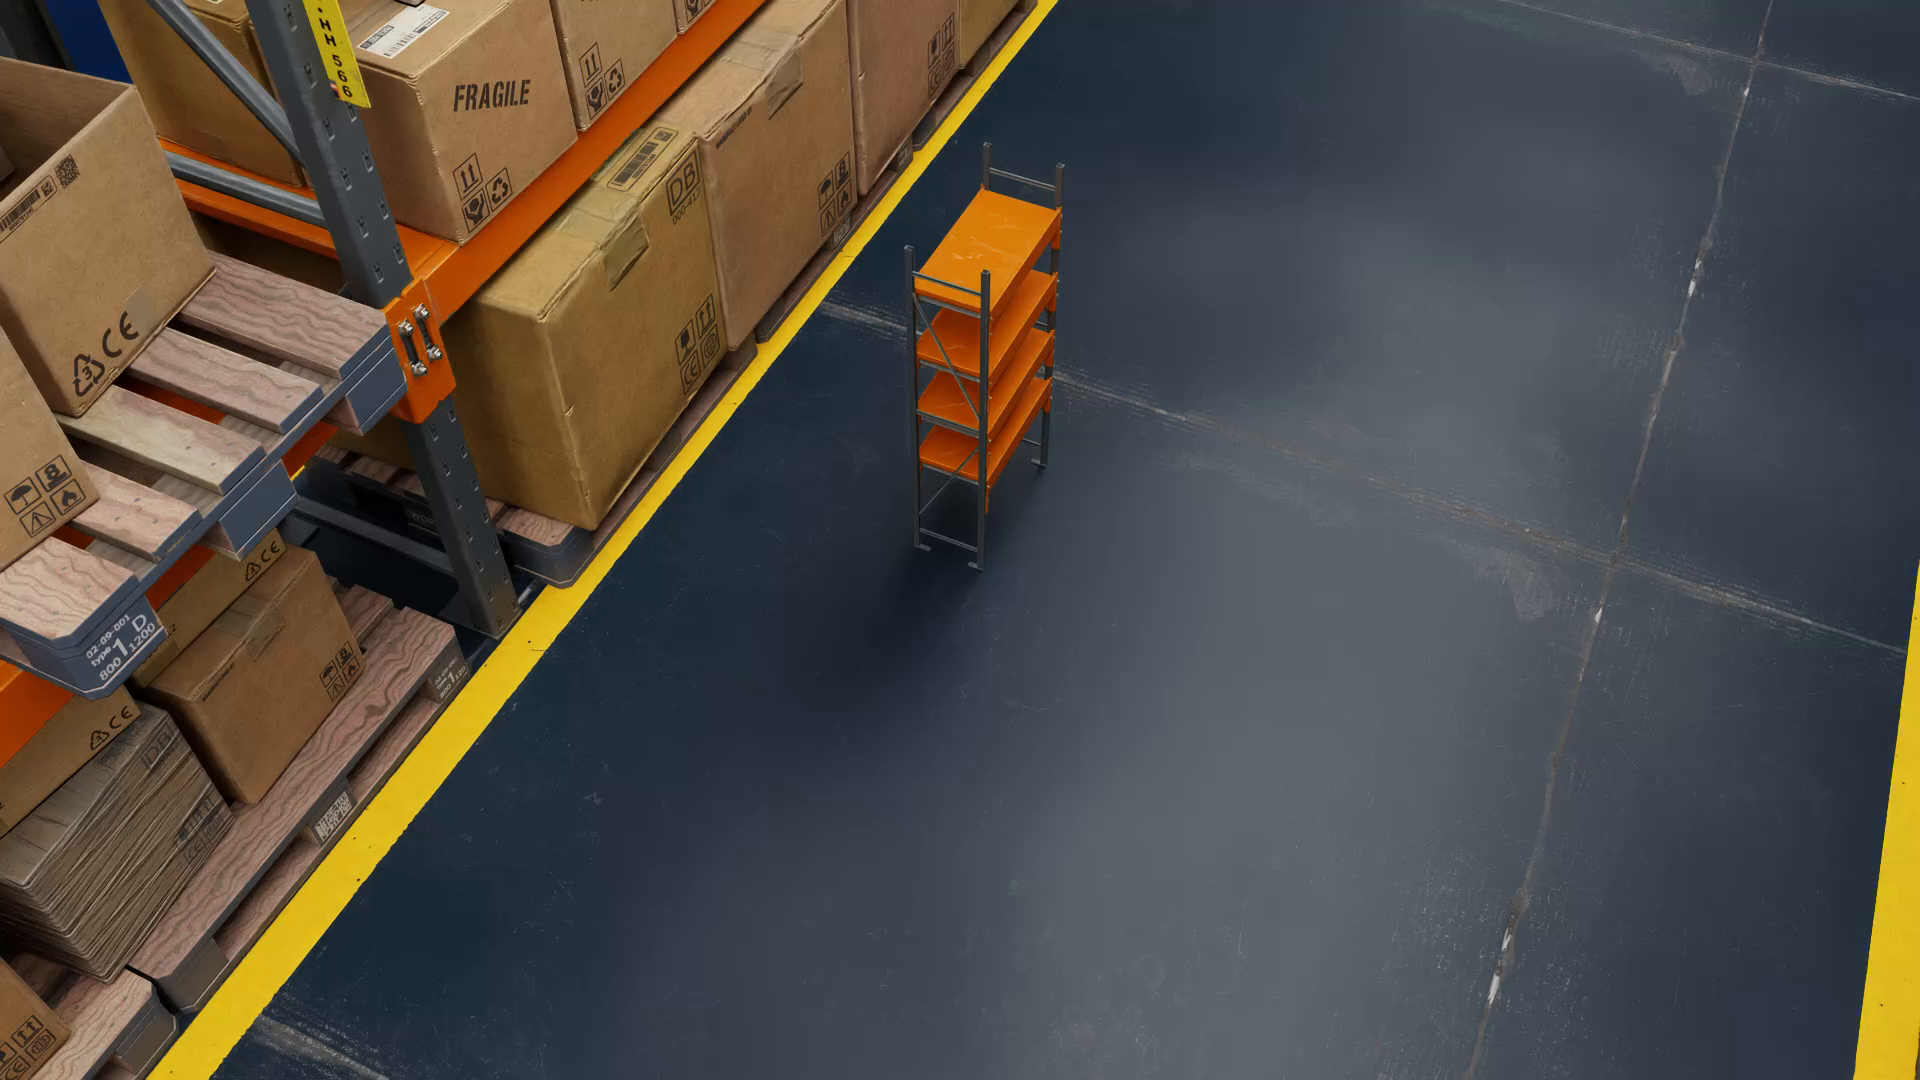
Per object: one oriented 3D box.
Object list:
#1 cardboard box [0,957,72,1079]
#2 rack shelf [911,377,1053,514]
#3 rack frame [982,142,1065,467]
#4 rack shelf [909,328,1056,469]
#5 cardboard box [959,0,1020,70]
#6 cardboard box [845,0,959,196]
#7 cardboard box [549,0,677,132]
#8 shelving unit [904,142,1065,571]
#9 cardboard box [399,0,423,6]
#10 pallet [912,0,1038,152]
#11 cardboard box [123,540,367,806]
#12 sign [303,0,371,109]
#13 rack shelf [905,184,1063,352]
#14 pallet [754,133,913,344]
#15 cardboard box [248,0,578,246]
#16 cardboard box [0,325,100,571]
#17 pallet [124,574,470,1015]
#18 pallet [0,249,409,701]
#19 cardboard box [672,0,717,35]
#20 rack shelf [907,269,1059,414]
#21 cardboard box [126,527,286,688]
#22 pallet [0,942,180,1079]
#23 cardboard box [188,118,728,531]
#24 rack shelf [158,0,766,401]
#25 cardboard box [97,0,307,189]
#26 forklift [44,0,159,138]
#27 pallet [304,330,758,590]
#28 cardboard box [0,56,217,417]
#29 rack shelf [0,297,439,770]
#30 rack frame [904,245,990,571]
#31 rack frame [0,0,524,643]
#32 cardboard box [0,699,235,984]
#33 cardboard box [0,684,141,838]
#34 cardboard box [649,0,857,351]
[{"bbox_3d":[-2.537,1.044,3.745,0.700,0.500,0.500,24,54,19],"label":"cardboard box"},{"bbox_3d":[0.071,-0.331,5.092,0.258,0.148,0.480,20,52,16],"label":"rack shelf"},{"bbox_3d":[0.175,-0.671,5.033,0.240,1.200,0.015,20,52,16],"label":"rack frame"},{"bbox_3d":[0.071,-0.459,4.941,0.258,0.148,0.480,20,52,16],"label":"rack shelf"},{"bbox_3d":[-0.354,-2.625,6.633,1.225,0.875,0.875,20,52,16],"label":"cardboard box"},{"bbox_3d":[-0.735,-2.009,6.109,1.225,0.875,0.875,18,52,15],"label":"cardboard box"},{"bbox_3d":[-1.135,-1.505,4.495,0.500,0.500,0.500,19,52,15],"label":"cardboard box"},{"bbox_3d":[0.071,-0.503,4.890,0.258,1.200,0.503,20,52,16],"label":"shelving unit"},{"bbox_3d":[-1.480,-1.726,4.025,0.797,0.503,0.637,21,53,17],"label":"cardboard box"},{"bbox_3d":[-0.360,-2.165,6.954,1.003,0.211,1.213,20,52,16],"label":"pallet"},{"bbox_3d":[-2.075,0.265,4.407,0.700,0.500,0.500,17,52,14],"label":"cardboard box"},{"bbox_3d":[-1.313,-1.050,3.465,0.100,0.325,0.005,20,52,16],"label":"sign"},{"bbox_3d":[0.071,-0.757,4.591,0.258,0.148,0.480,20,52,16],"label":"rack shelf"},{"bbox_3d":[-0.880,-1.322,6.236,1.003,0.211,1.213,20,52,16],"label":"pallet"},{"bbox_3d":[-1.354,-1.149,4.192,0.500,0.500,0.500,21,53,17],"label":"cardboard box"},{"bbox_3d":[-2.150,-0.237,3.141,0.700,0.500,0.500,27,55,21],"label":"cardboard box"},{"bbox_3d":[-2.142,0.571,4.625,1.003,0.211,1.213,20,52,16],"label":"pallet"},{"bbox_3d":[-2.015,-0.283,3.647,1.213,0.211,1.003,20,52,16],"label":"pallet"},{"bbox_3d":[-0.920,-1.858,4.796,0.500,0.500,0.500,19,52,15],"label":"cardboard box"},{"bbox_3d":[0.071,-0.604,4.771,0.258,0.148,0.480,20,52,16],"label":"rack shelf"},{"bbox_3d":[-2.066,0.026,4.119,0.500,0.250,0.500,22,53,18],"label":"cardboard box"},{"bbox_3d":[-2.665,1.408,3.913,1.003,0.211,1.213,20,52,16],"label":"pallet"},{"bbox_3d":[-1.494,-0.786,5.069,1.225,0.875,0.875,18,52,14],"label":"cardboard box"},{"bbox_3d":[-0.953,-2.014,5.467,1.077,0.370,4.000,20,52,16],"label":"rack shelf"},{"bbox_3d":[-1.820,-1.323,4.340,0.500,0.500,0.500,21,53,17],"label":"cardboard box"},{"bbox_3d":[-4.056,-1.971,5.002,1.130,2.935,3.031,26,54,20],"label":"forklift"},{"bbox_3d":[-1.402,-0.485,5.524,1.003,0.211,1.213,20,52,16],"label":"pallet"},{"bbox_3d":[-2.002,-0.654,3.495,0.500,0.500,0.500,14,51,12],"label":"cardboard box"},{"bbox_3d":[-2.662,0.740,3.123,1.077,0.370,4.000,20,52,16],"label":"rack shelf"},{"bbox_3d":[-0.034,-0.335,4.747,0.240,1.200,0.015,20,52,16],"label":"rack frame"},{"bbox_3d":[-1.807,-0.870,4.021,1.000,3.000,0.127,20,52,16],"label":"rack frame"},{"bbox_3d":[-2.301,0.651,4.079,0.700,0.500,0.500,16,51,13],"label":"cardboard box"},{"bbox_3d":[-2.284,0.394,3.805,0.500,0.250,0.500,25,54,20],"label":"cardboard box"},{"bbox_3d":[-1.106,-1.397,5.589,1.225,0.875,0.875,20,52,16],"label":"cardboard box"}]
